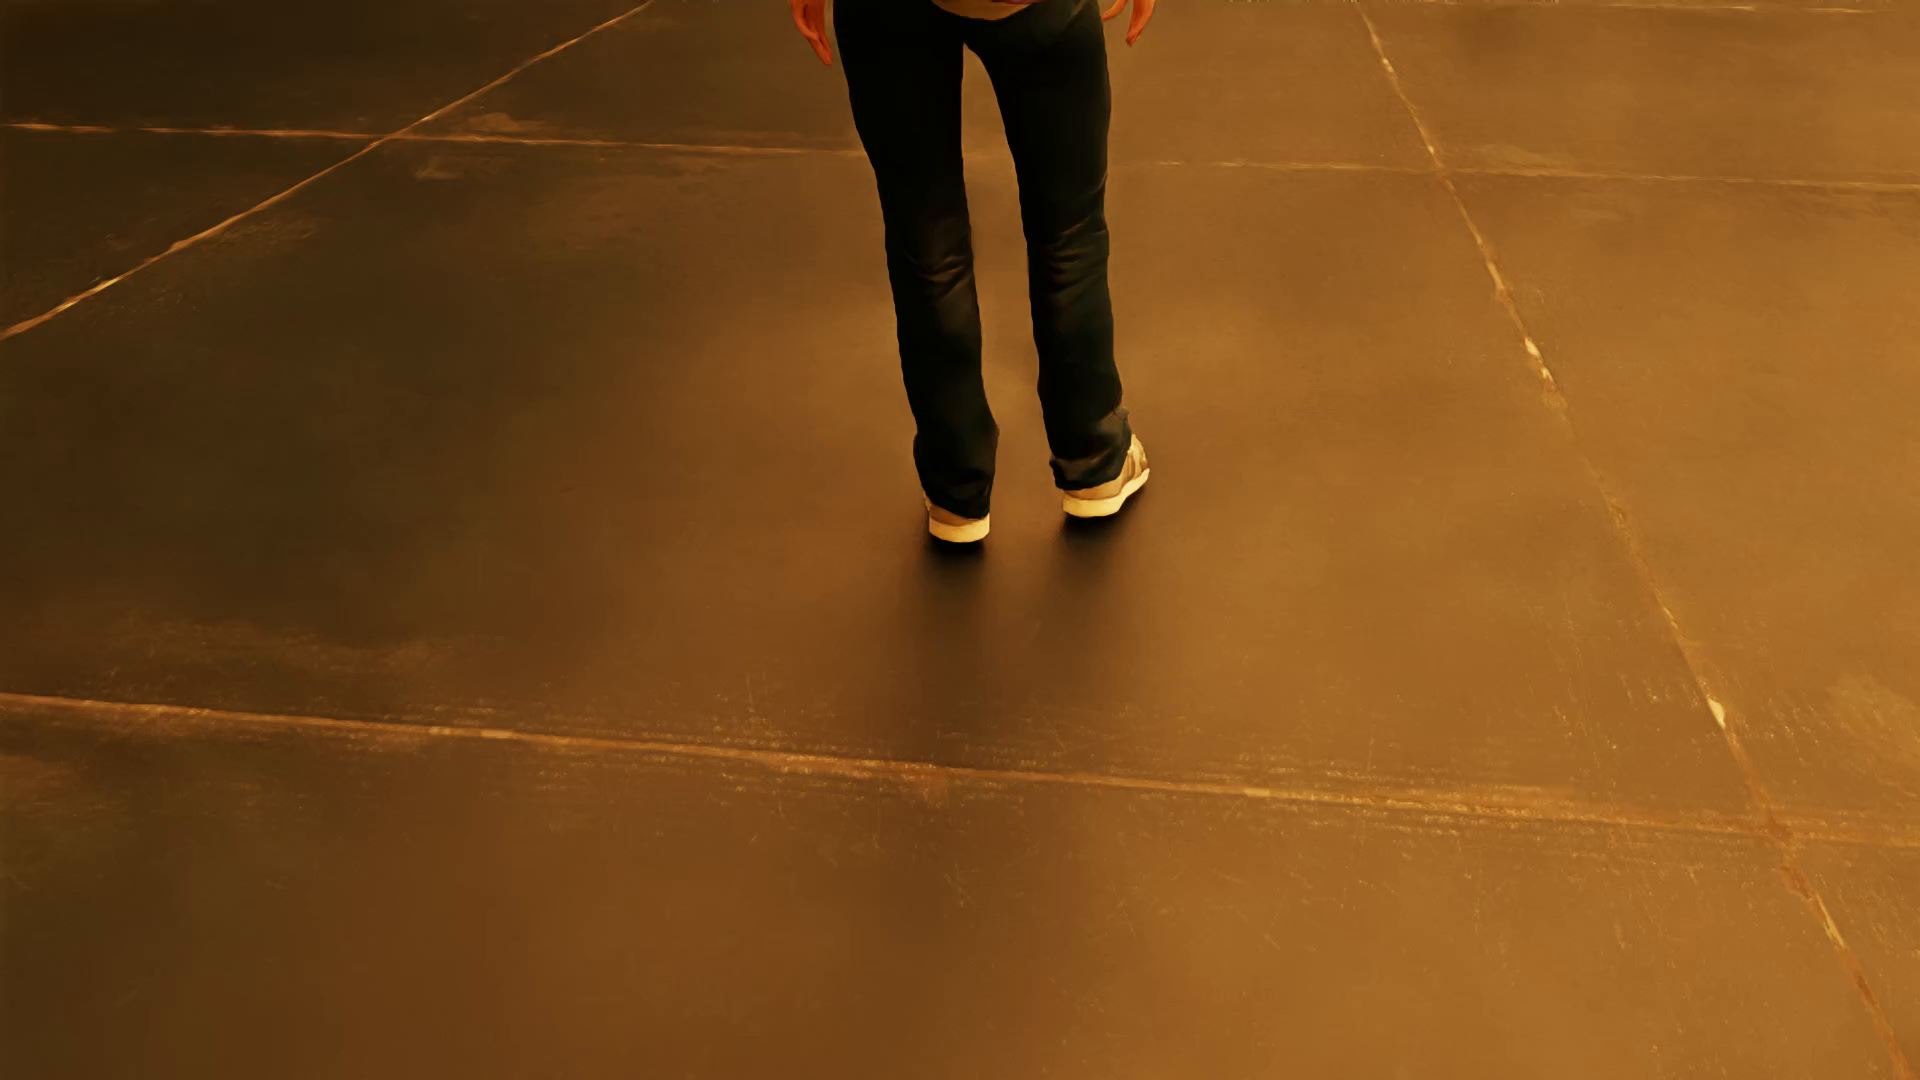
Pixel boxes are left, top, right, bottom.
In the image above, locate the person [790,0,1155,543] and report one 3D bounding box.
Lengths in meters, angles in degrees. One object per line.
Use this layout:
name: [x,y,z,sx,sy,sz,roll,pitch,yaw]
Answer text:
person: [0.023,-0.753,2.204,0.520,1.597,0.474,3,27,7]
